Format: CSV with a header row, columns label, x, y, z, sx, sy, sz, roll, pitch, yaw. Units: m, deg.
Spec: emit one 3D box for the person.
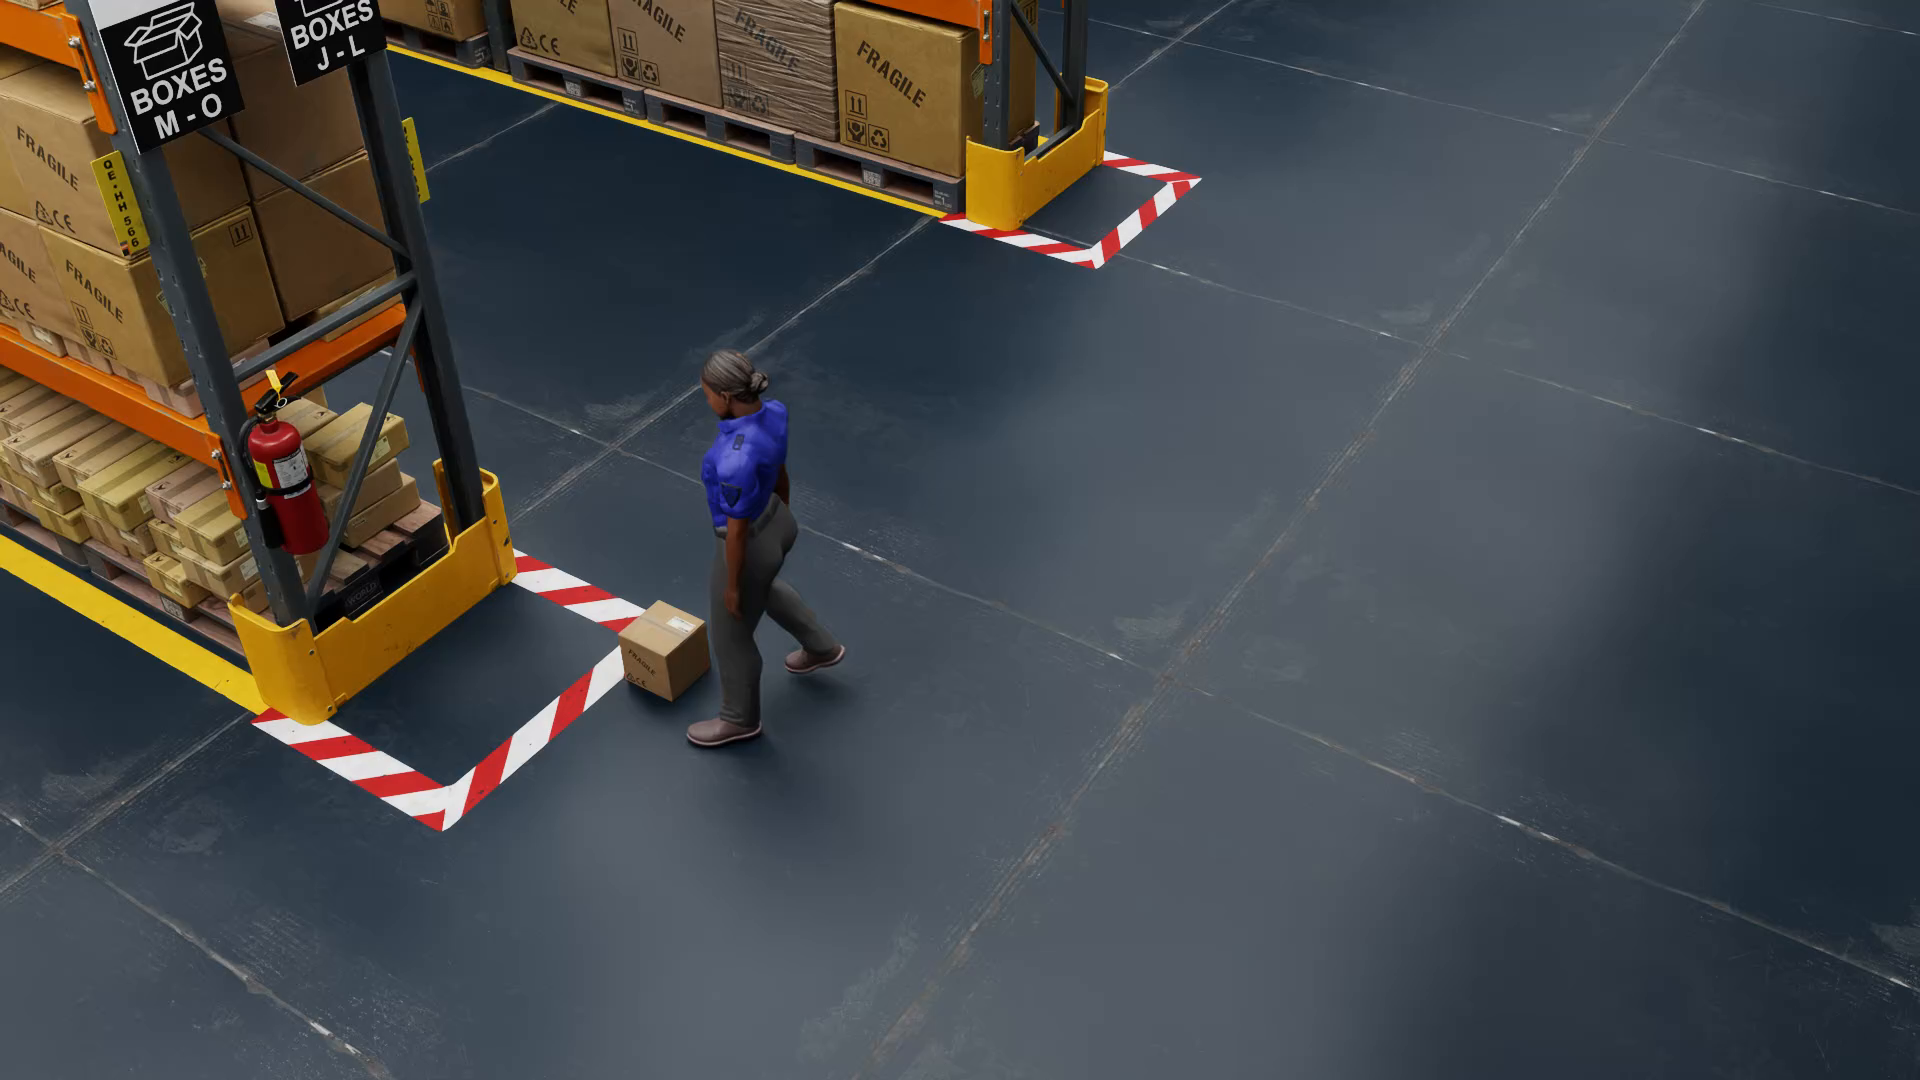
label,x,y,z,sx,sy,sz,roll,pitch,yaw
person,-0.756,0.029,6.113,0.523,1.654,0.541,10,40,12
